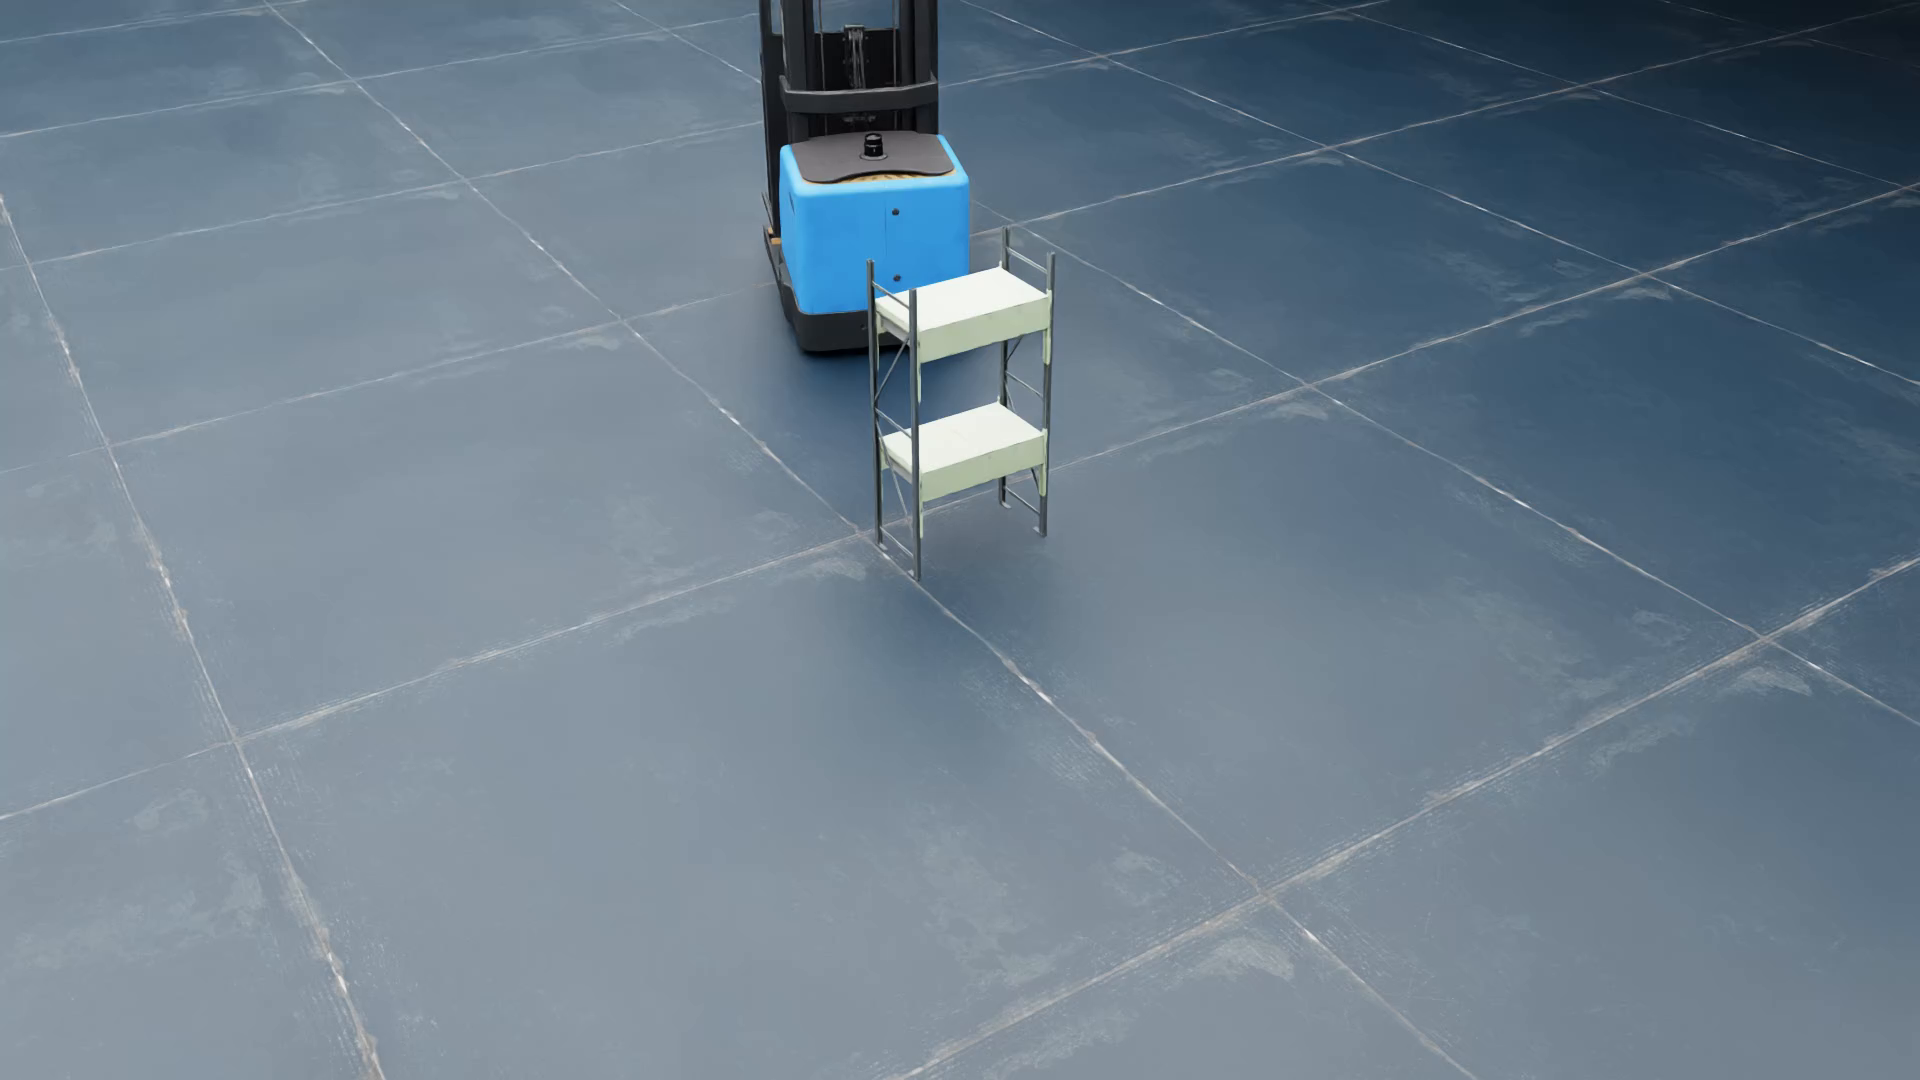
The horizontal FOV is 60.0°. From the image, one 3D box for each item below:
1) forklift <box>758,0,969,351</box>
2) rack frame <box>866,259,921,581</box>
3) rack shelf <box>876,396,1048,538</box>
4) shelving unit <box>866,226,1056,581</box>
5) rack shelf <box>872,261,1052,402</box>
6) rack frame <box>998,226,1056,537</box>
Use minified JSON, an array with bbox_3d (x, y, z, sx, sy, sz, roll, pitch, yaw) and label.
[{"bbox_3d":[-0.729,-3.137,10.476,1.130,2.935,3.031,-6,33,-10],"label":"forklift"},{"bbox_3d":[-0.302,-0.530,7.685,0.023,1.500,0.400,-19,37,-27],"label":"rack frame"},{"bbox_3d":[0.006,-0.361,8.027,0.720,0.370,0.431,-19,37,-27],"label":"rack shelf"},{"bbox_3d":[0.006,-0.636,7.853,0.755,1.500,0.431,-19,37,-27],"label":"shelving unit"},{"bbox_3d":[0.006,-0.966,7.645,0.720,0.370,0.431,-19,37,-27],"label":"rack shelf"},{"bbox_3d":[0.313,-0.742,8.021,0.023,1.500,0.400,-19,37,-27],"label":"rack frame"}]
